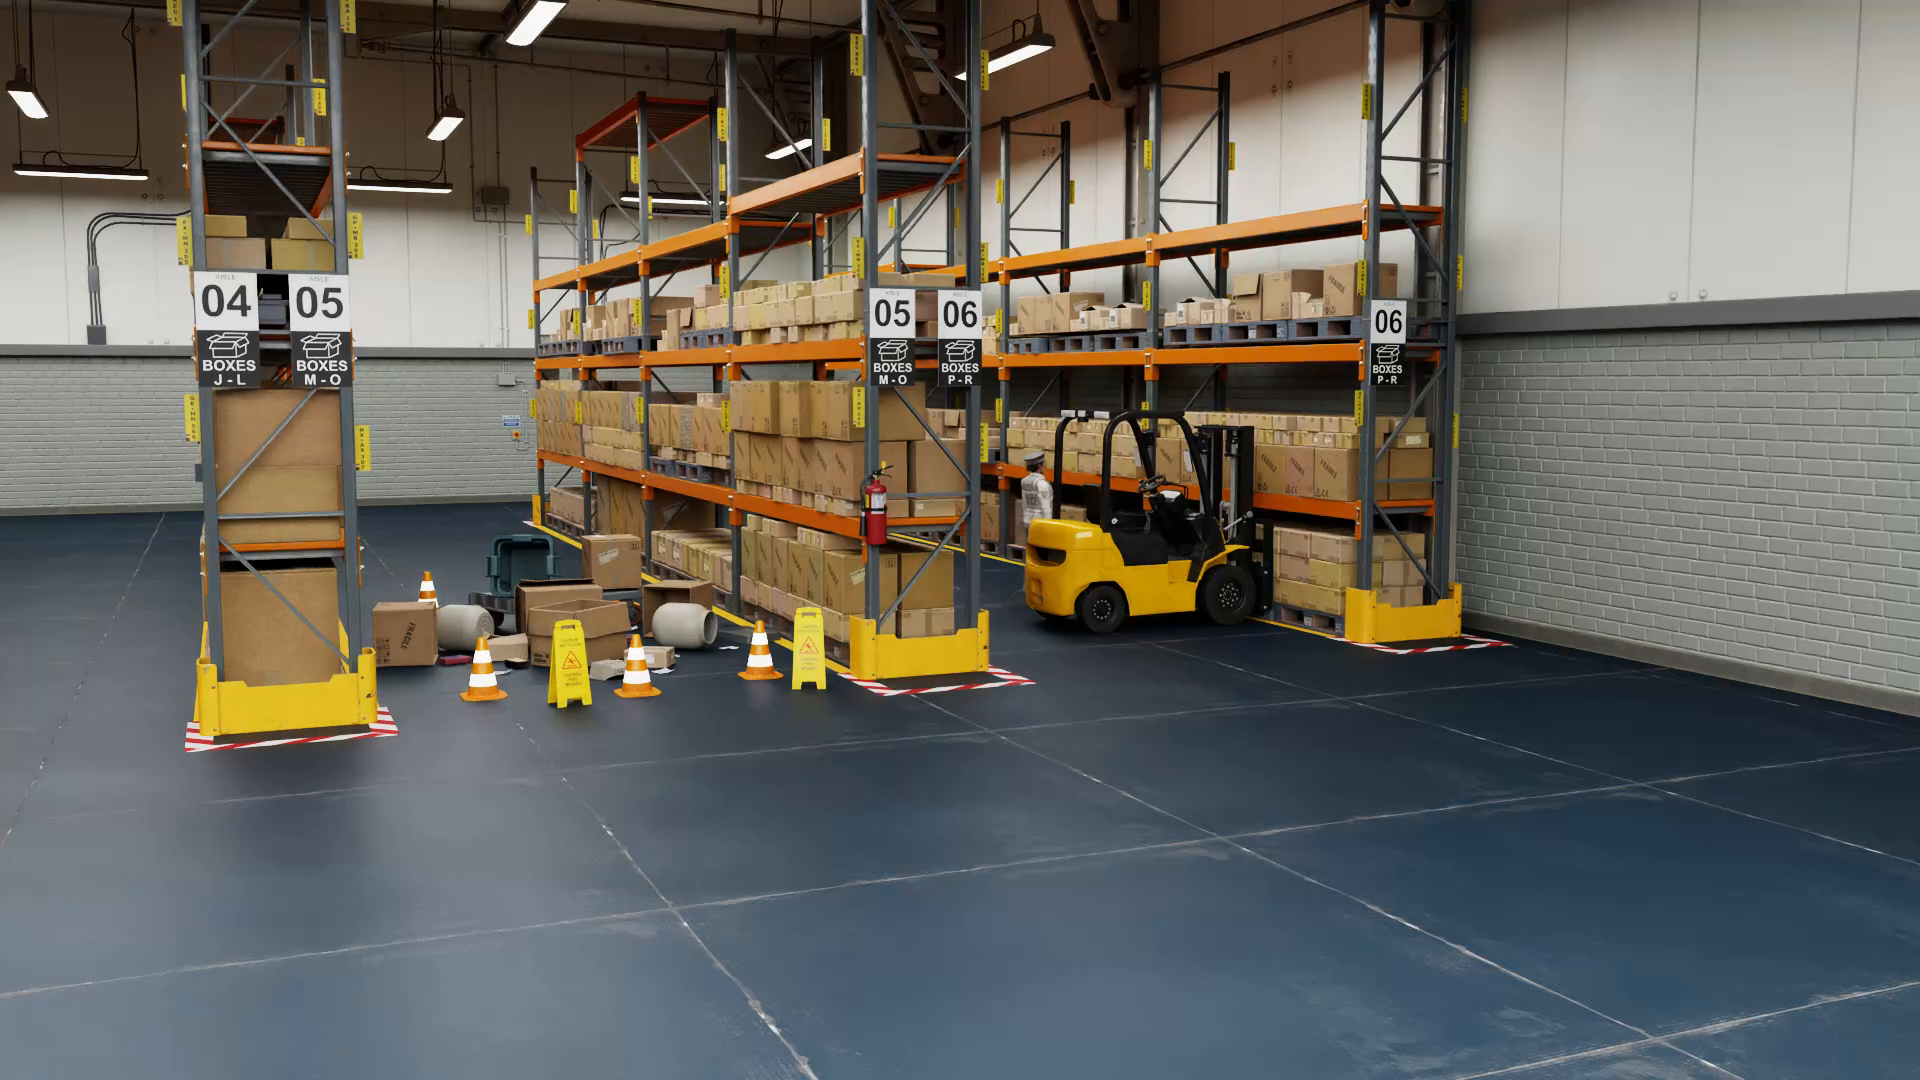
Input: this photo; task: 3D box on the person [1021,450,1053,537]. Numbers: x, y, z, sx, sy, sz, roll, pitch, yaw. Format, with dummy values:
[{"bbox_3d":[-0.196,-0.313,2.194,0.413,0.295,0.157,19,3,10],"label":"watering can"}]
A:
[{"bbox_3d":[0.870,-0.141,18.253,0.497,1.692,0.509,-3,6,-29],"label":"person"}]
